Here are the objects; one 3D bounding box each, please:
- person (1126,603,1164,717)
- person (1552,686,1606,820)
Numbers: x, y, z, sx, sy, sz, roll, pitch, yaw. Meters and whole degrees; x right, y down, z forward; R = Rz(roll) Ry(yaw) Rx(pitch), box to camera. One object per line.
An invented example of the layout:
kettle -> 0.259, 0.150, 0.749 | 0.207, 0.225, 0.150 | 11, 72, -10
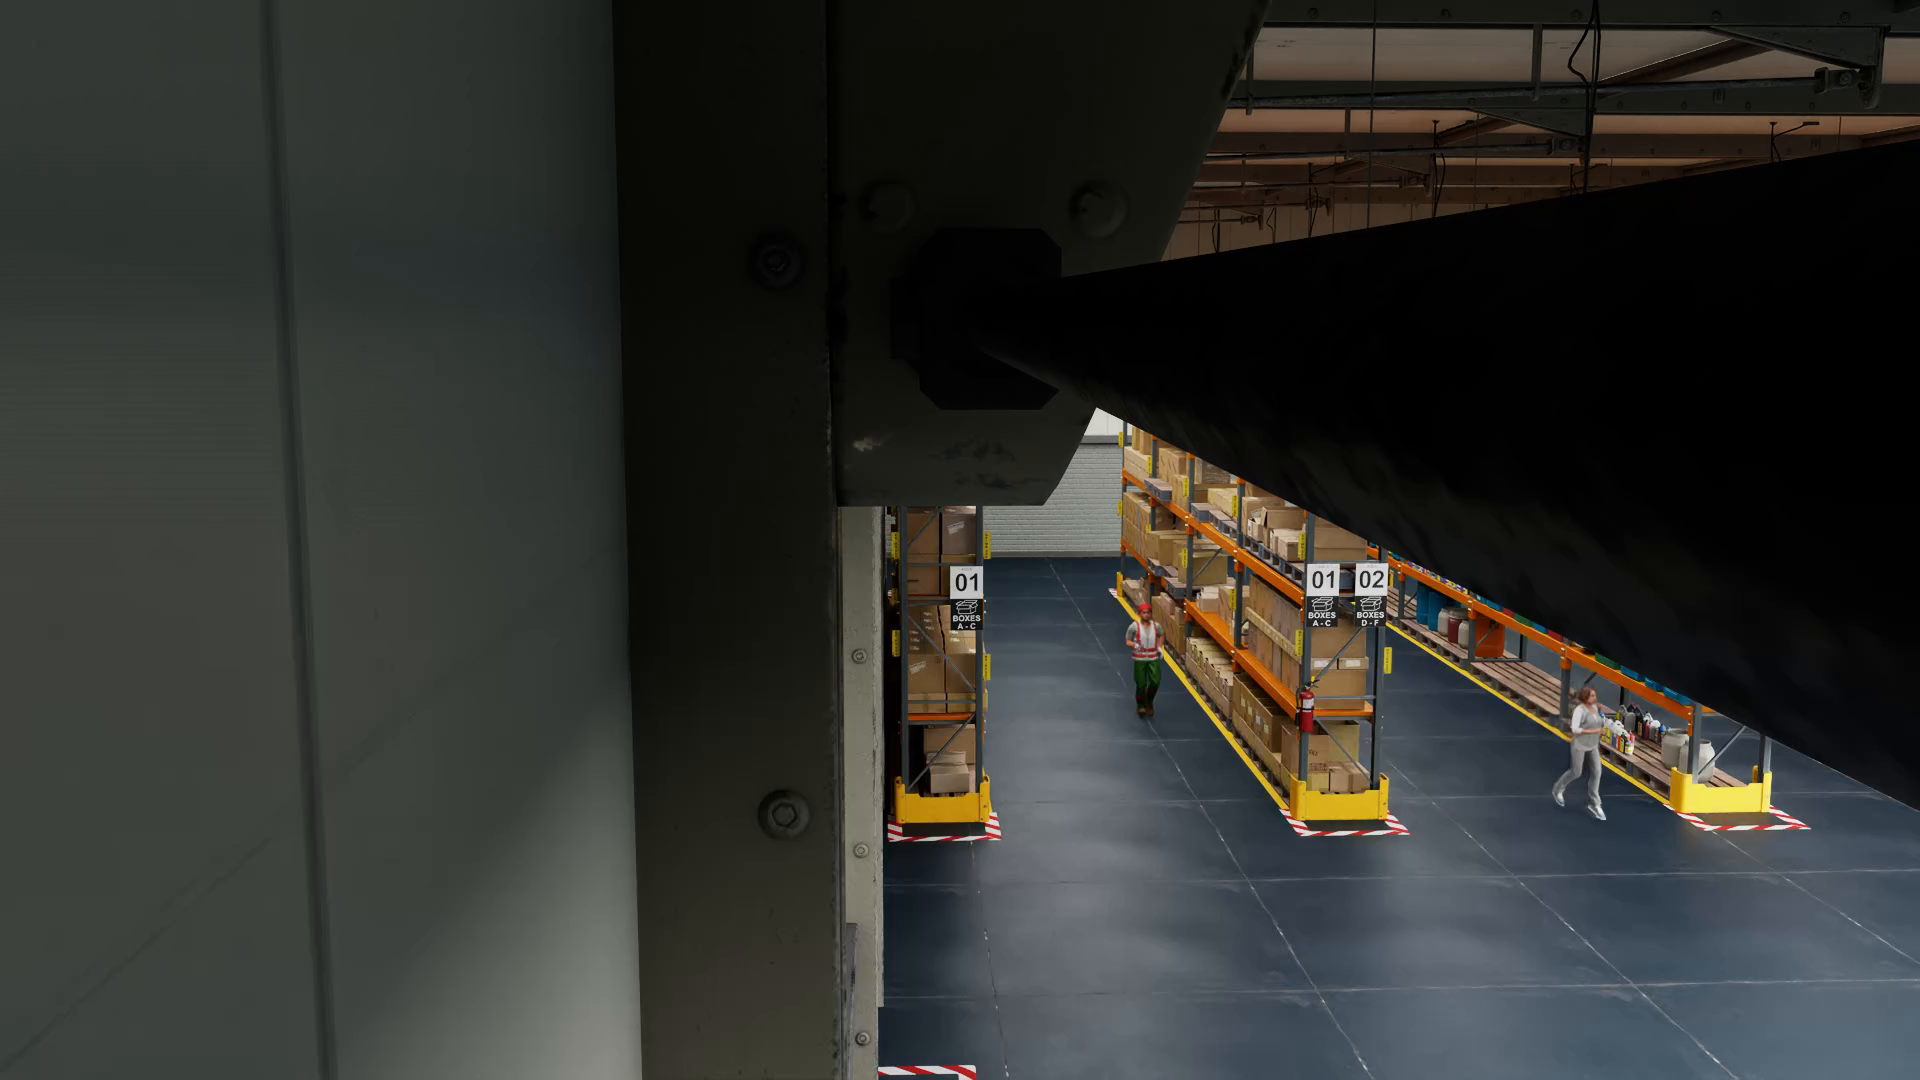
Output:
person -> 2.866, 1.864, 25.599 | 0.615, 1.772, 0.626 | -1, 8, -4
person -> 7.781, 2.619, 20.809 | 0.573, 1.631, 0.764 | -5, 9, -30
